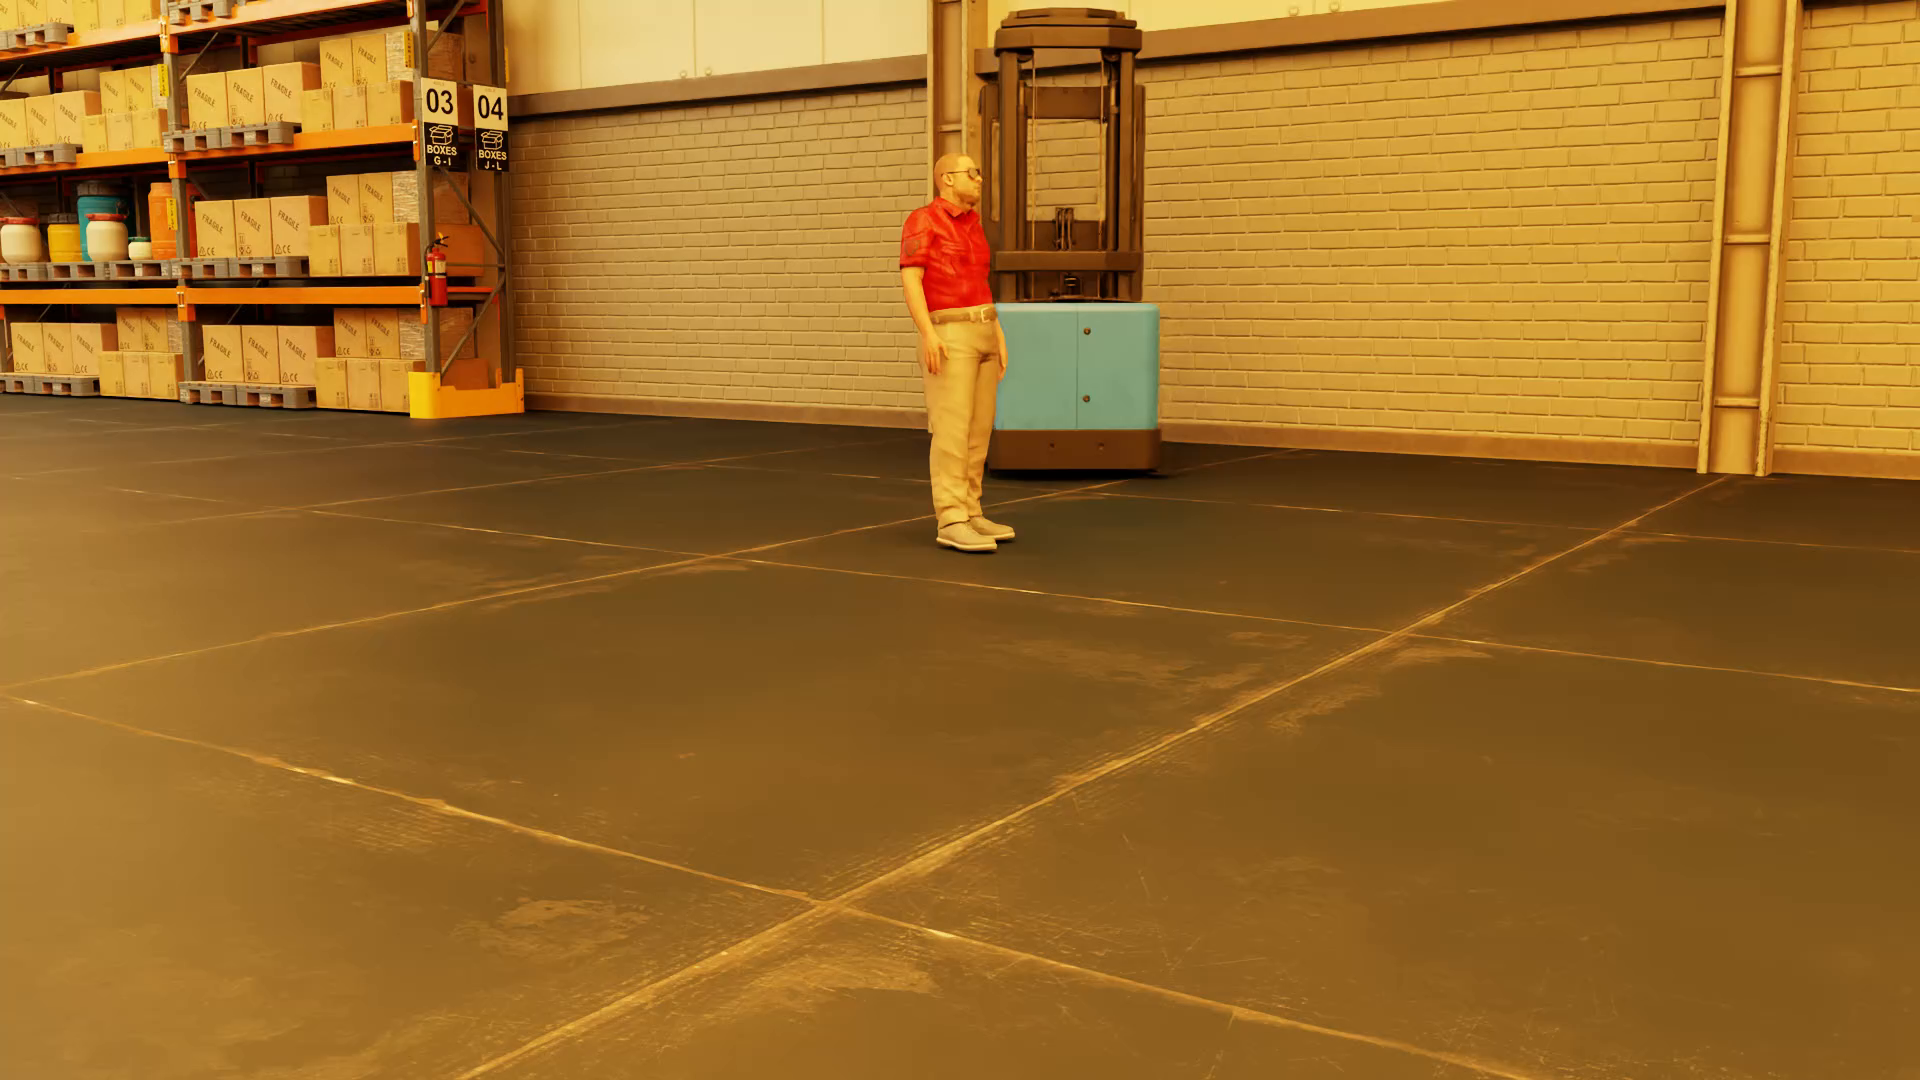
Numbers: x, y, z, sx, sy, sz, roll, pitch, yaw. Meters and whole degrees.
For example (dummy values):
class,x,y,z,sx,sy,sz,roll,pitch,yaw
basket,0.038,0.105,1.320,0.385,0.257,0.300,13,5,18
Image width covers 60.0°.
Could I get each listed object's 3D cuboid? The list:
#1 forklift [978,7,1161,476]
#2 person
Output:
class,x,y,z,sx,sy,sz,roll,pitch,yaw
forklift,0.680,-2.023,11.420,1.130,2.935,3.031,0,8,-1
person,0.068,-0.854,7.421,0.551,1.727,0.640,5,10,34
